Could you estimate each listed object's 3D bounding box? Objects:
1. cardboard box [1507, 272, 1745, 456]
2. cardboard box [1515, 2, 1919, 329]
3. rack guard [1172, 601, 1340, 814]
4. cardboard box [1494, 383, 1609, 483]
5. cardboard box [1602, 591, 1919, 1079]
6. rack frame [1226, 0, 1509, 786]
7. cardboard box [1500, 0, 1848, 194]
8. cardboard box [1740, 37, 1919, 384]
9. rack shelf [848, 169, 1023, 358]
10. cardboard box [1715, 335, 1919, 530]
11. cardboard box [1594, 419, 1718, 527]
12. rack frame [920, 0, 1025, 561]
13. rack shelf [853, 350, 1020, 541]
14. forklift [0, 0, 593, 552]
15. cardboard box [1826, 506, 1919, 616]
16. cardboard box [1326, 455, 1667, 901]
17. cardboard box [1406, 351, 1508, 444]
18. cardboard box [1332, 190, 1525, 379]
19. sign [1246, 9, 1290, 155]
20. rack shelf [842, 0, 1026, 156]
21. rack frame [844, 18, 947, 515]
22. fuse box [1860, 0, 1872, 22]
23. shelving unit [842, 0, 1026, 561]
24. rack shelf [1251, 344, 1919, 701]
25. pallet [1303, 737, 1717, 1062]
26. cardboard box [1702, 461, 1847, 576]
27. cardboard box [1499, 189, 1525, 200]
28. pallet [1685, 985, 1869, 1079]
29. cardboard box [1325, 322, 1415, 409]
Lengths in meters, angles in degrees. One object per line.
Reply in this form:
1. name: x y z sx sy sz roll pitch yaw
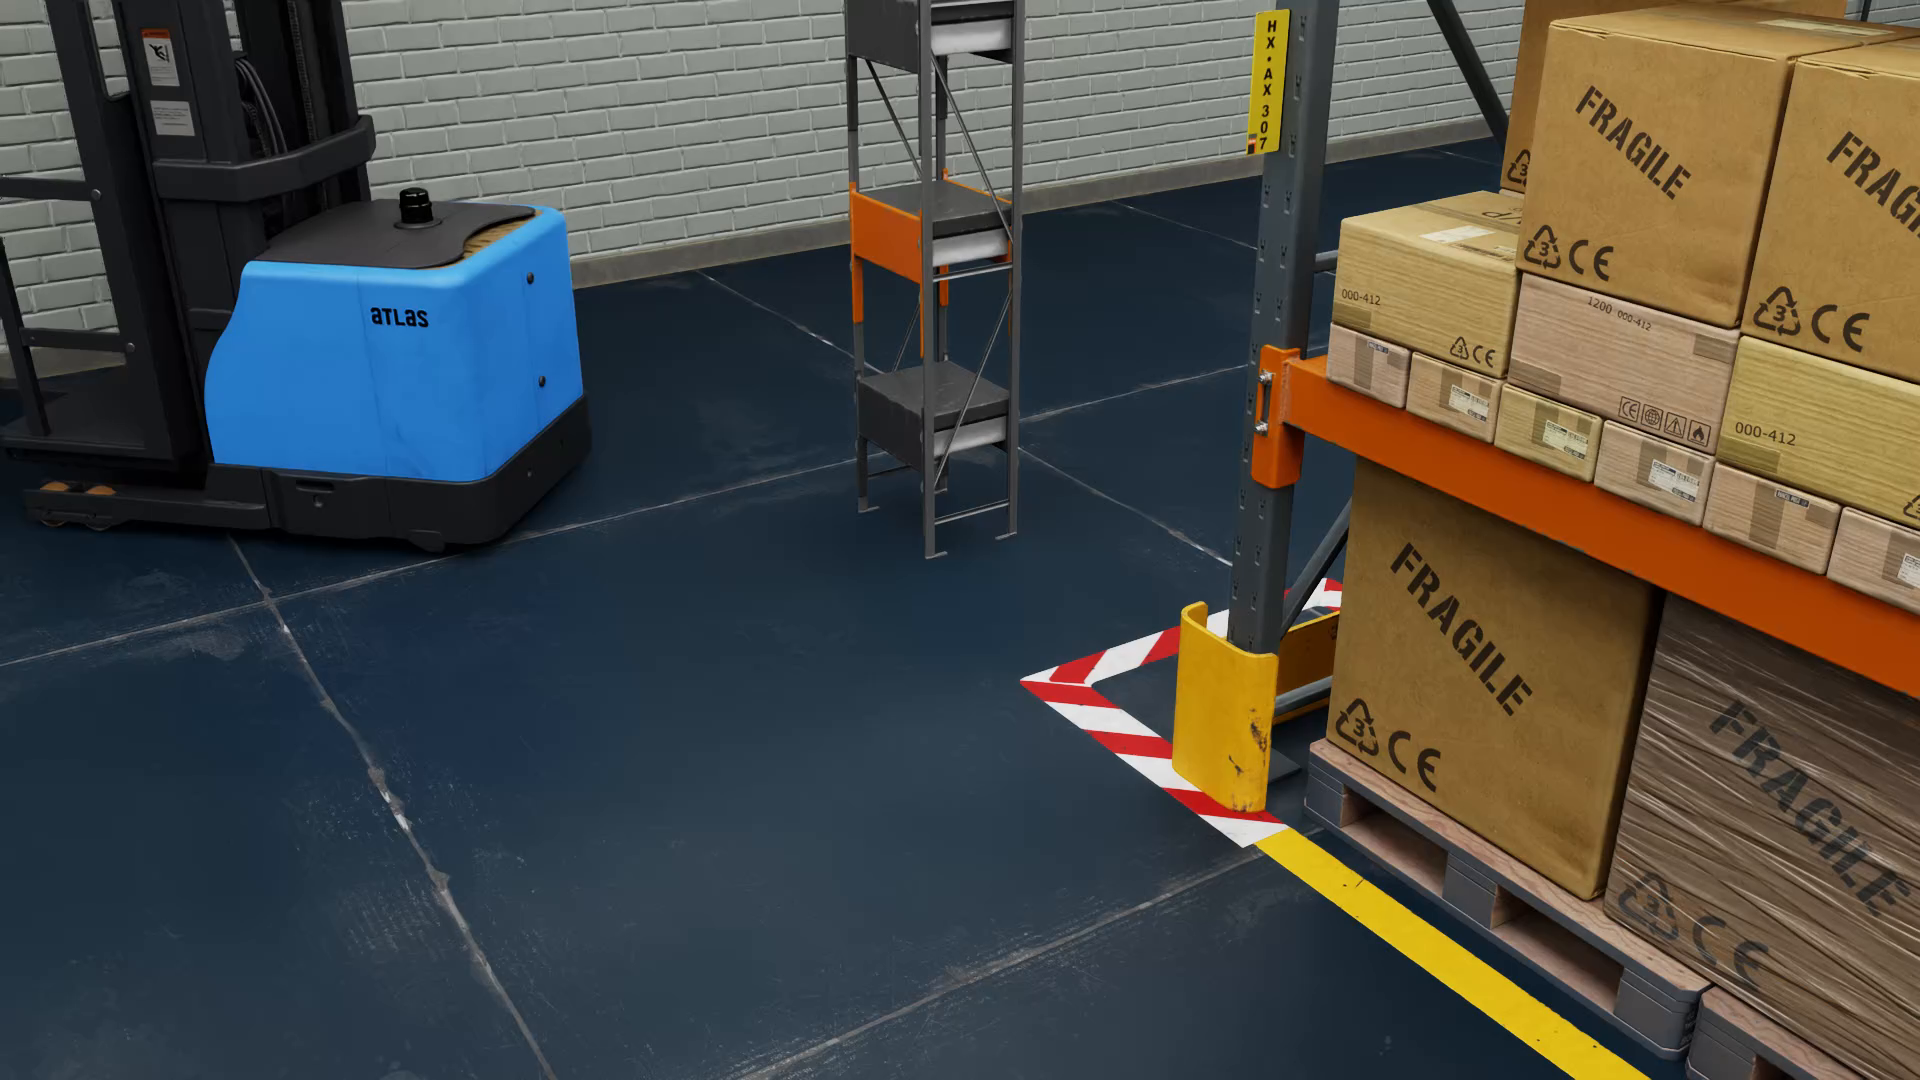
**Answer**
1. cardboard box: 1.515 -0.419 3.452 0.500 0.250 0.500 -16 30 -30
2. cardboard box: 1.498 -0.764 3.303 0.500 0.500 0.500 -16 30 -31
3. rack guard: 1.177 0.350 4.922 1.175 0.500 0.348 -16 29 -30
4. cardboard box: 1.388 -0.271 3.605 0.380 0.149 0.250 -16 30 -31
5. cardboard box: 2.103 0.535 3.600 0.875 0.875 0.875 -16 29 -30
6. rack frame: 1.190 -0.772 4.371 1.000 3.000 0.127 -16 29 -30
7. cardboard box: 1.676 -1.064 3.940 0.500 0.500 0.500 -15 29 -29
8. cardboard box: 1.786 -0.580 2.914 0.500 0.500 0.500 -16 30 -31
9. rack shelf: -0.090 -0.996 5.933 0.431 0.518 0.480 -16 29 -30
10. cardboard box: 1.786 -0.239 3.069 0.500 0.250 0.500 -17 30 -31
11. cardboard box: 1.532 -0.178 3.408 0.380 0.149 0.250 -16 30 -30
12. rack frame: 0.043 -0.921 5.742 0.400 2.100 0.015 -16 29 -30
13. rack shelf: -0.090 -0.363 6.232 0.431 0.518 0.480 -16 29 -30
14. forklift: -3.091 -1.577 6.158 3.031 2.935 1.130 5 26 10
15. cardboard box: 1.811 0.005 3.019 0.380 0.149 0.250 -16 30 -30
16. cardboard box: 1.606 0.210 4.289 0.875 0.875 0.875 -16 29 -30
17. cardboard box: 1.248 -0.363 3.799 0.380 0.149 0.250 -16 30 -30
18. cardboard box: 1.226 -0.604 3.842 0.500 0.250 0.500 -16 30 -31
19. sign: 0.721 -1.072 3.899 0.100 0.325 0.005 -16 29 -30
20. rack shelf: -0.090 -1.629 5.634 0.431 0.518 0.480 -16 29 -30
21. rack frame: -0.224 -1.096 6.112 0.400 2.100 0.015 -16 29 -30
22. fuse box: 8.235 -4.947 14.725 0.539 1.711 0.414 -16 29 -30
23. shelving unit: -0.090 -1.009 5.927 0.431 2.100 0.503 -16 29 -30
24. rack shelf: 2.282 0.269 3.009 1.077 0.370 4.000 -16 29 -30
25. pallet: 1.692 0.757 4.399 1.003 0.211 1.213 -16 29 -30
26. cardboard box: 1.670 -0.087 3.215 0.380 0.149 0.250 -16 30 -31
27. cardboard box: 1.677 -0.727 4.103 0.500 0.250 0.500 -16 30 -30
28. pallet: 2.354 1.193 3.475 1.003 0.211 1.213 -16 29 -30
29. cardboard box: 1.107 -0.454 3.992 0.380 0.149 0.250 -15 29 -29
